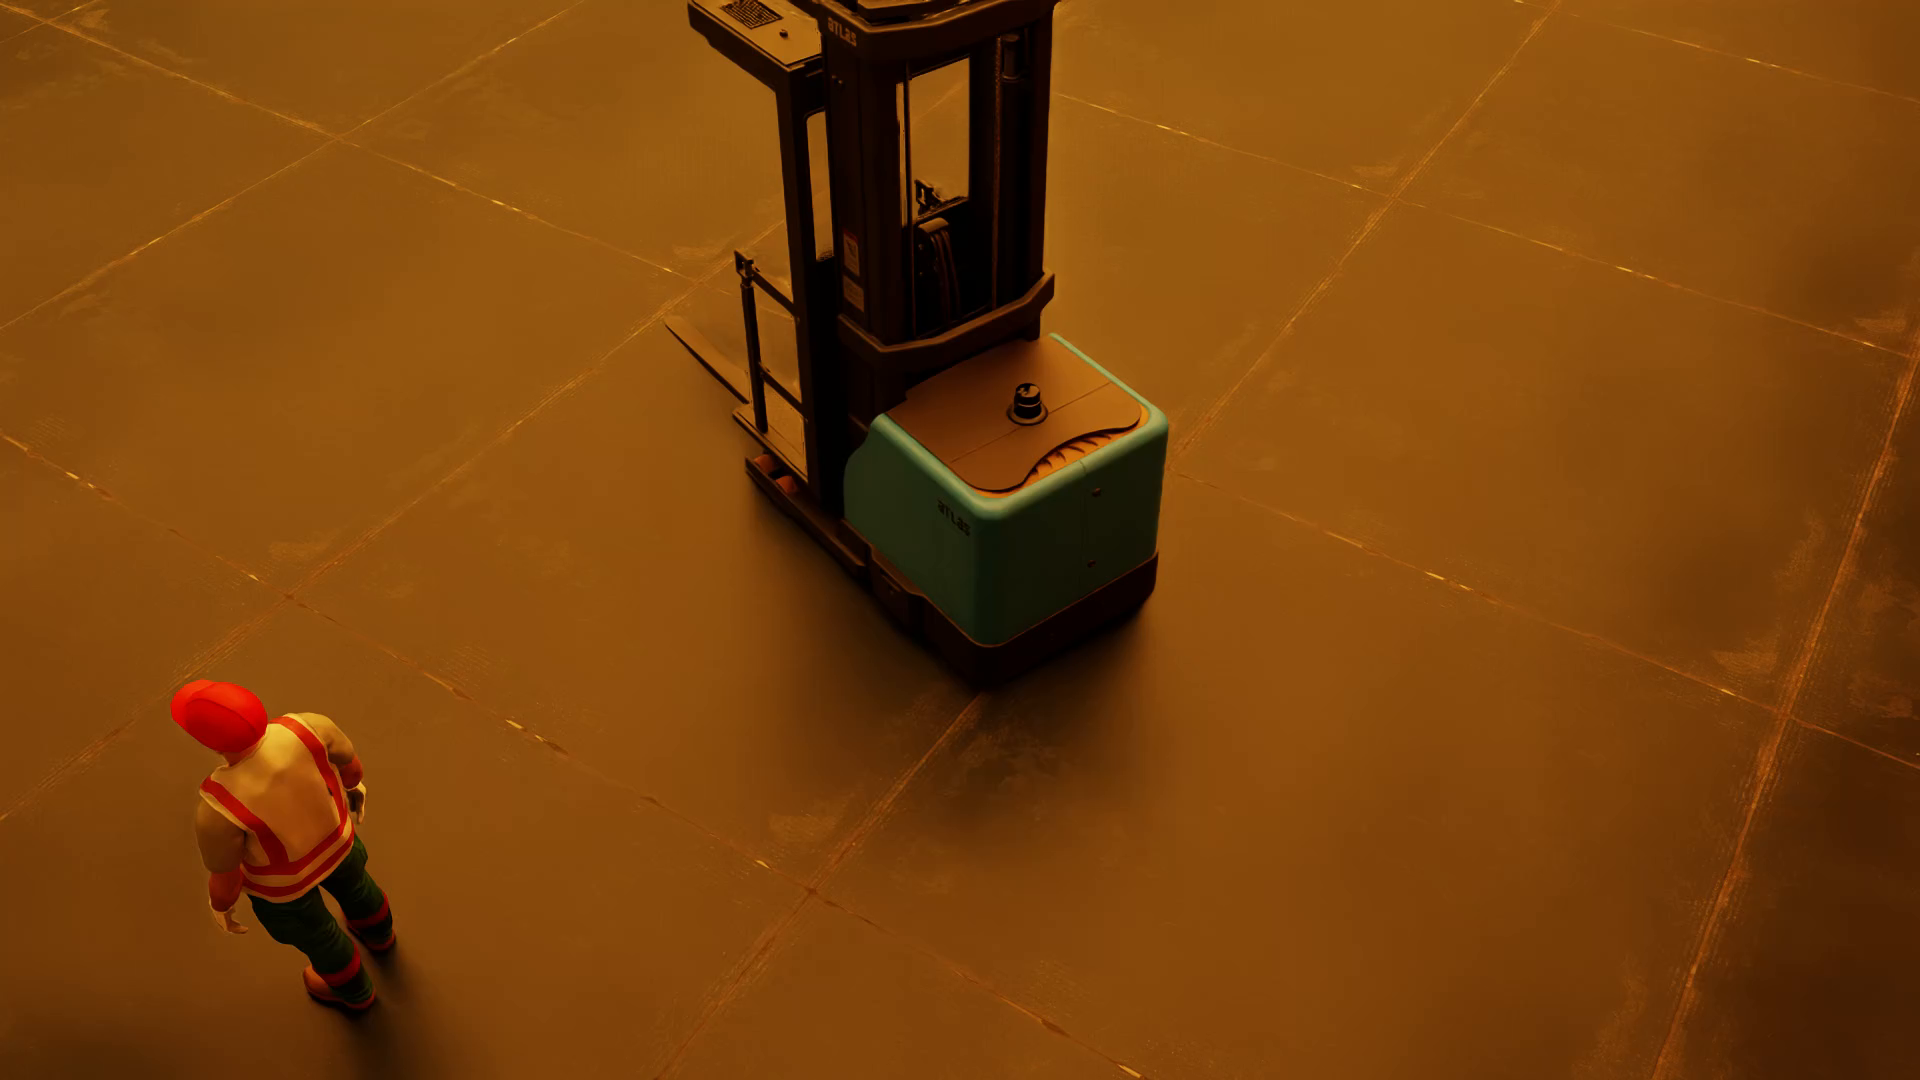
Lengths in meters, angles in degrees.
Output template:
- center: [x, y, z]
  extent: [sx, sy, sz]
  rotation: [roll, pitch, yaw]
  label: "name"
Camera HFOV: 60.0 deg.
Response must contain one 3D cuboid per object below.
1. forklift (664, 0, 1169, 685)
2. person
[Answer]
- center: [-0.401, -1.400, 7.325]
  extent: [1.130, 2.935, 3.031]
  rotation: [-28, 50, -26]
  label: "forklift"
- center: [-2.285, 1.017, 5.596]
  extent: [0.566, 1.787, 0.638]
  rotation: [23, 48, 23]
  label: "person"
